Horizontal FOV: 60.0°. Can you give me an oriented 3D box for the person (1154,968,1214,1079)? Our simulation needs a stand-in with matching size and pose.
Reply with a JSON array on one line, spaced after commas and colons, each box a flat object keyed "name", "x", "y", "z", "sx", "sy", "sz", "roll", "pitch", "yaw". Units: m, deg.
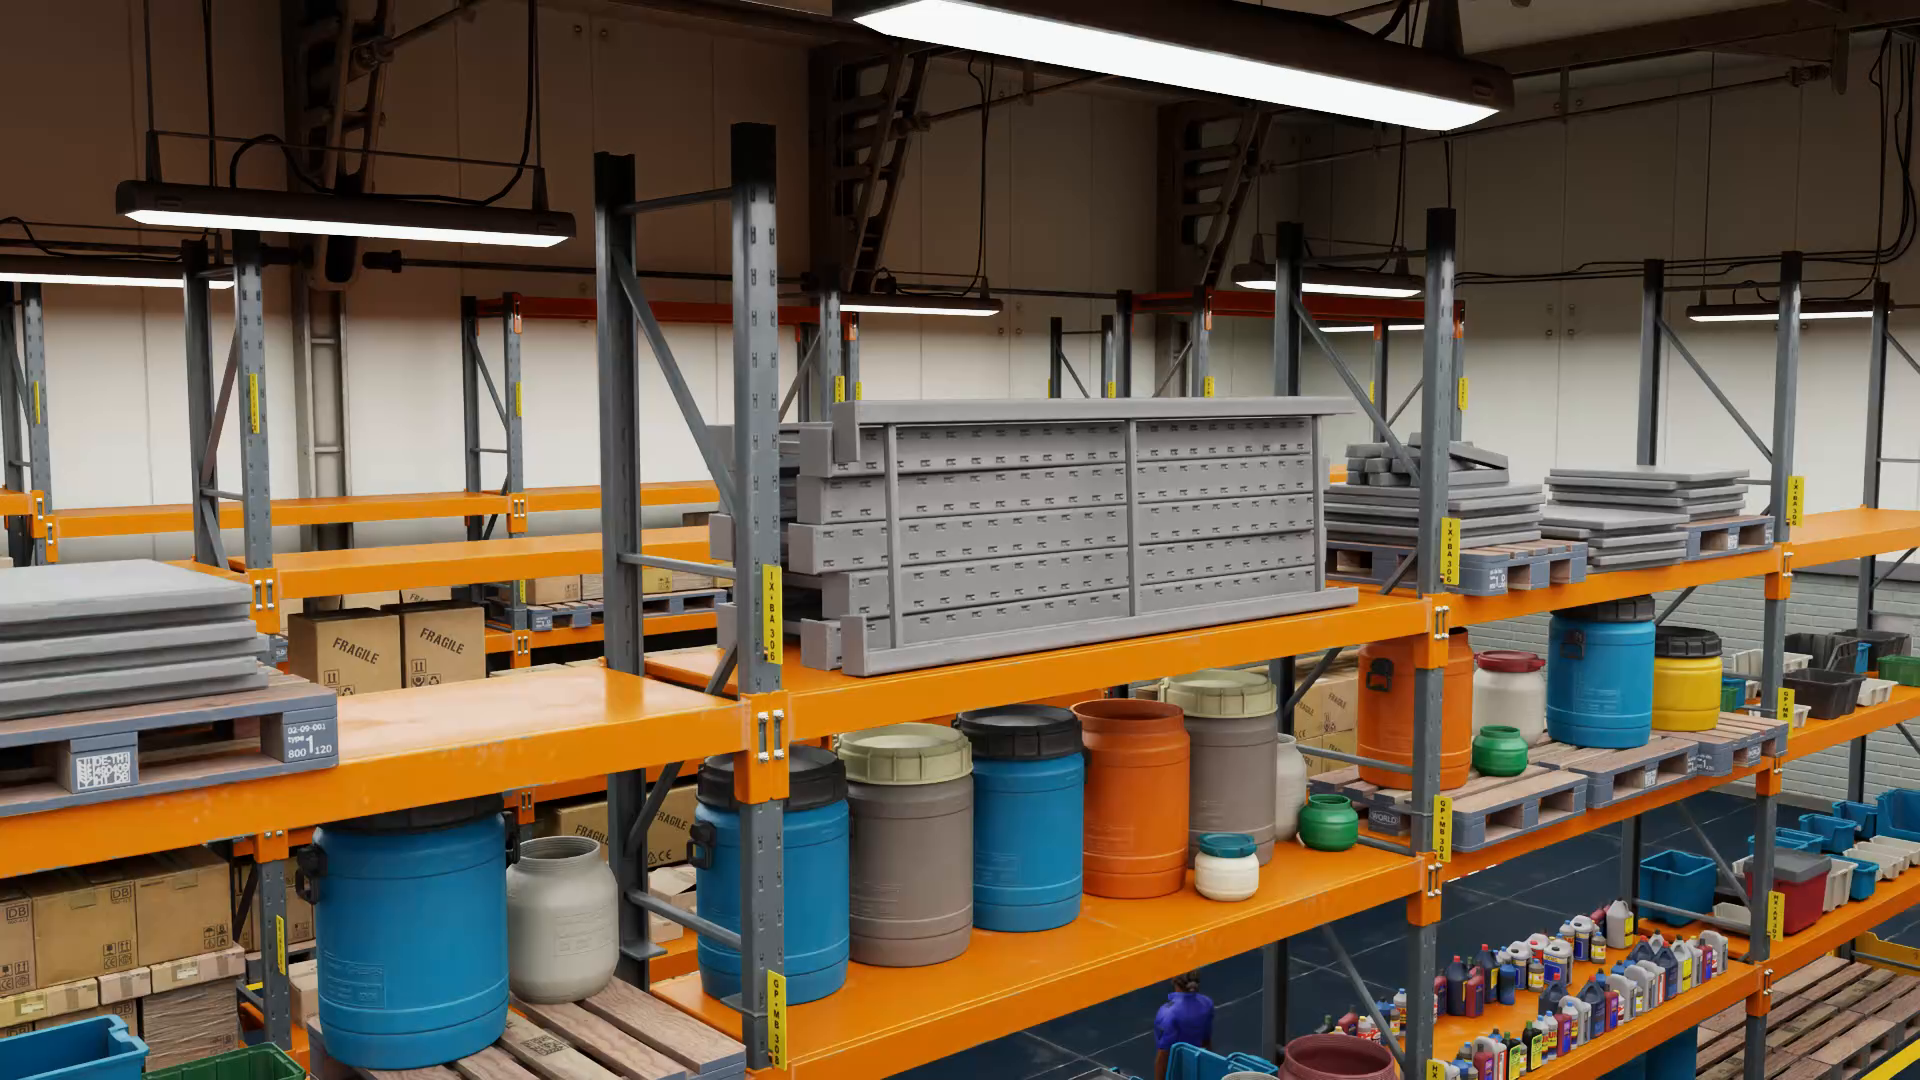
[{"name": "person", "x": 1.361, "y": 3.365, "z": 10.264, "sx": 0.335, "sy": 1.664, "sz": 0.476, "roll": 4, "pitch": 7, "yaw": 36}]
